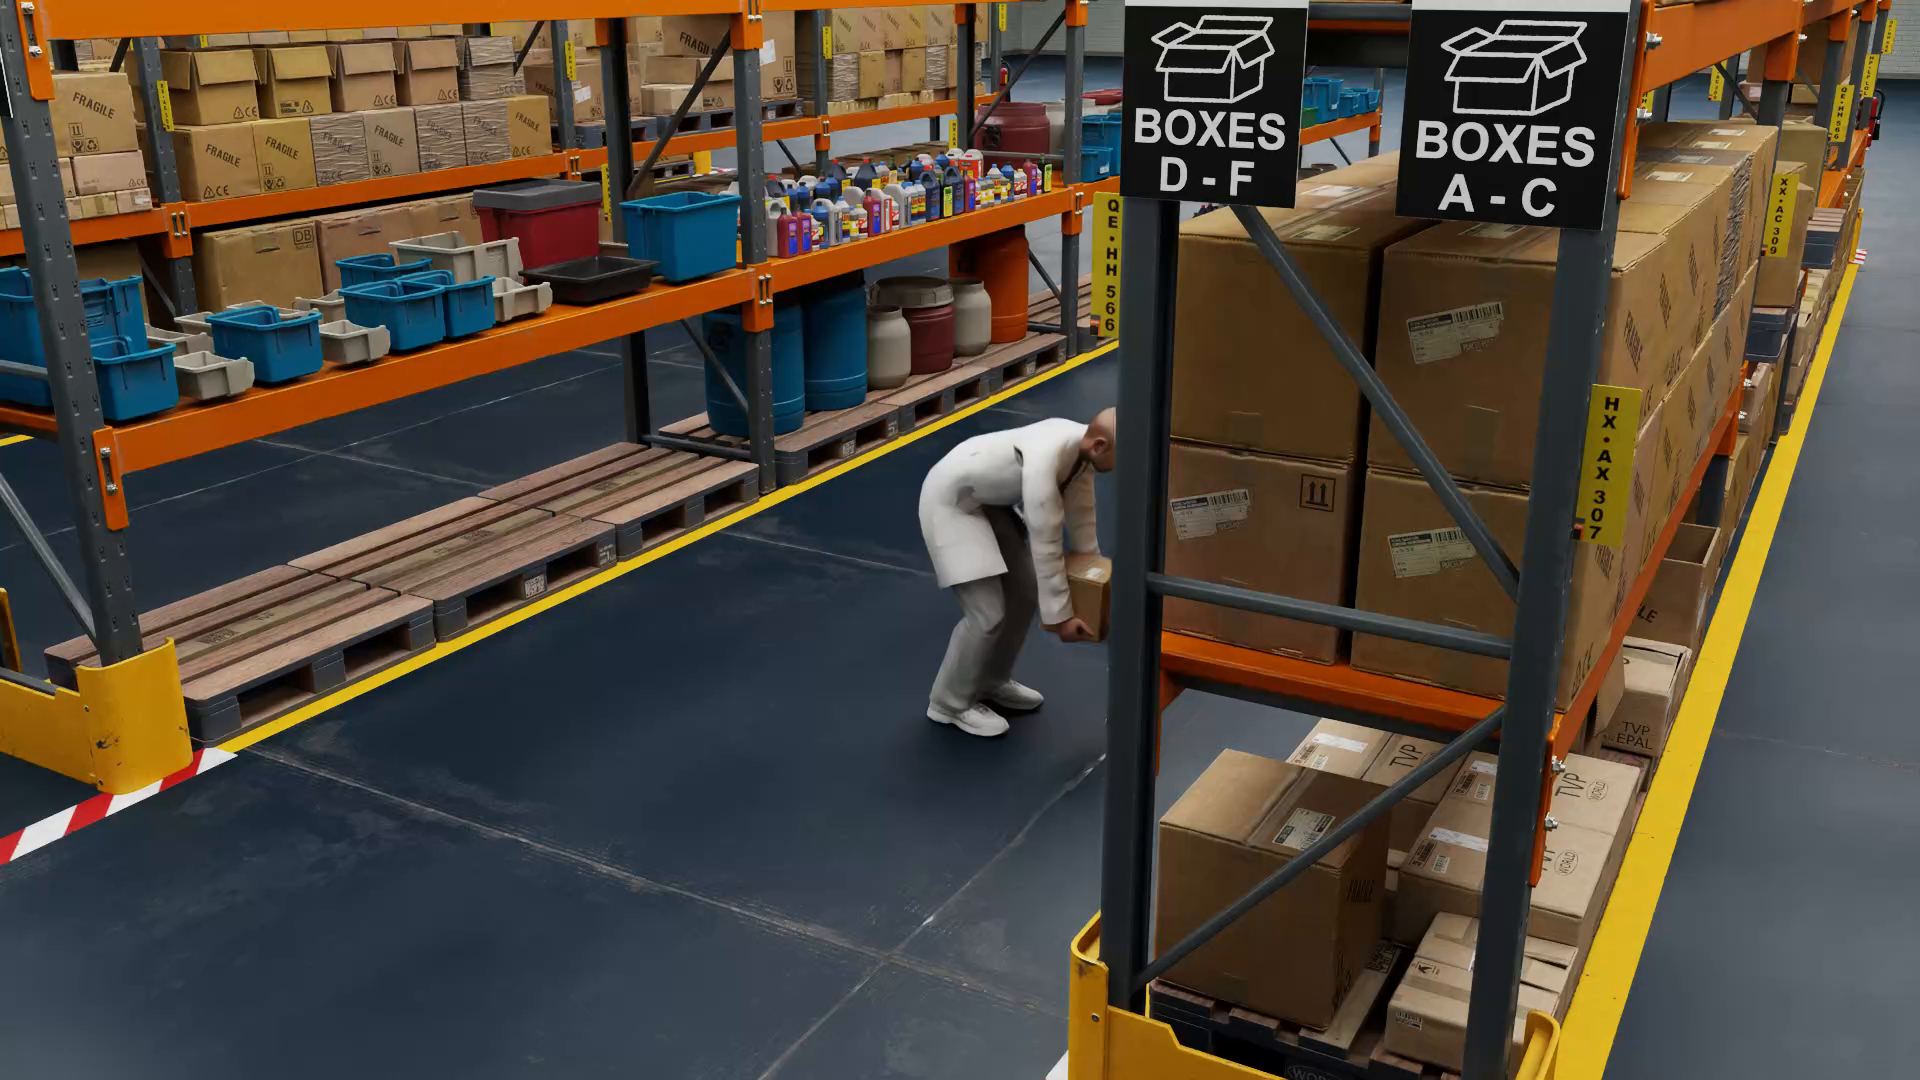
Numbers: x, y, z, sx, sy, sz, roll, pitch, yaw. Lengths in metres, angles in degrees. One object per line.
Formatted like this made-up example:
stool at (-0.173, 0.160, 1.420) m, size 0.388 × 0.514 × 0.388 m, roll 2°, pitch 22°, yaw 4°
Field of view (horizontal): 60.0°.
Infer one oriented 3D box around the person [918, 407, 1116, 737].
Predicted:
person at (0.268, 0.104, 6.454) m, size 0.890 × 1.346 × 0.566 m, roll 10°, pitch 21°, yaw 26°
